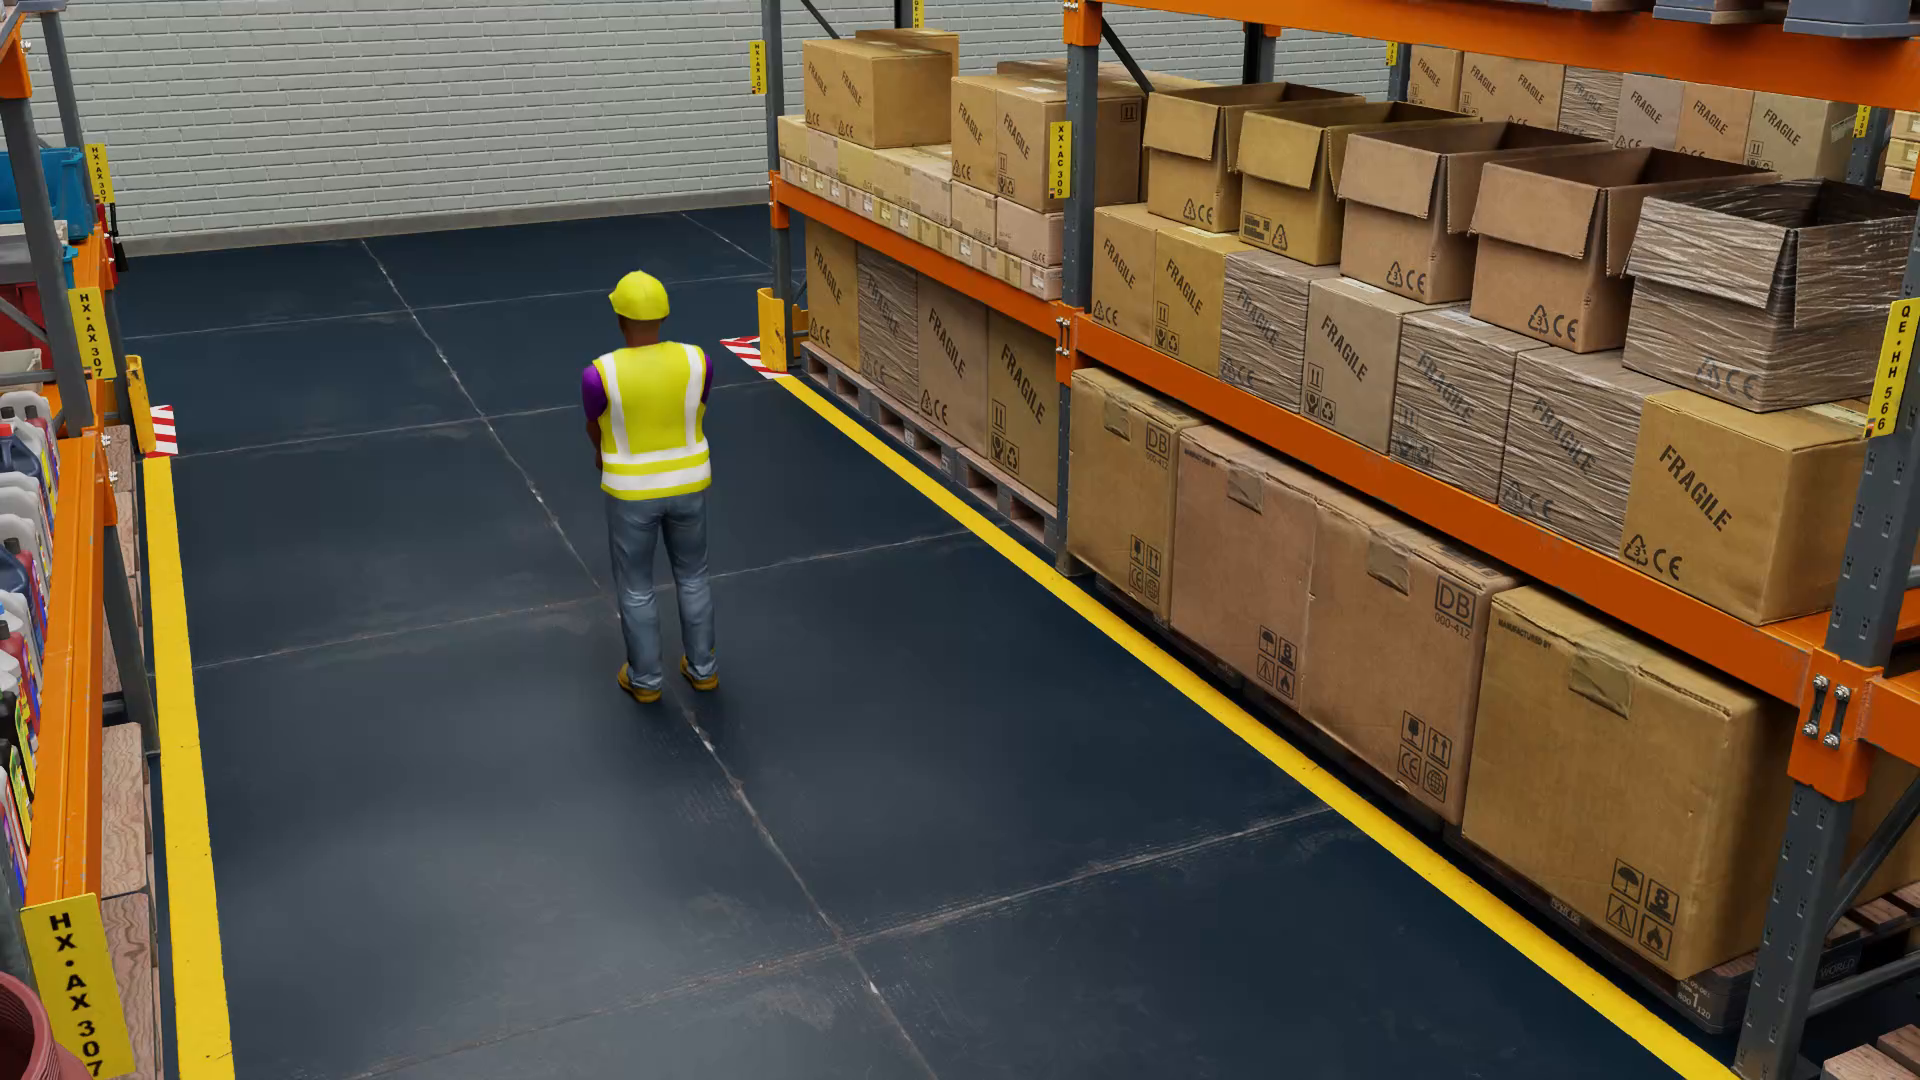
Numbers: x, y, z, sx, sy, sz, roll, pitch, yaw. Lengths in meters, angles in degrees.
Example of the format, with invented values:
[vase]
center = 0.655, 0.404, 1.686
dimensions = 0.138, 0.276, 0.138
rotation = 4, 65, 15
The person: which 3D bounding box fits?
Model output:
[person]
center = -1.251, -0.236, 6.648
dimensions = 0.503, 1.760, 0.586
rotation = -10, 24, -23
